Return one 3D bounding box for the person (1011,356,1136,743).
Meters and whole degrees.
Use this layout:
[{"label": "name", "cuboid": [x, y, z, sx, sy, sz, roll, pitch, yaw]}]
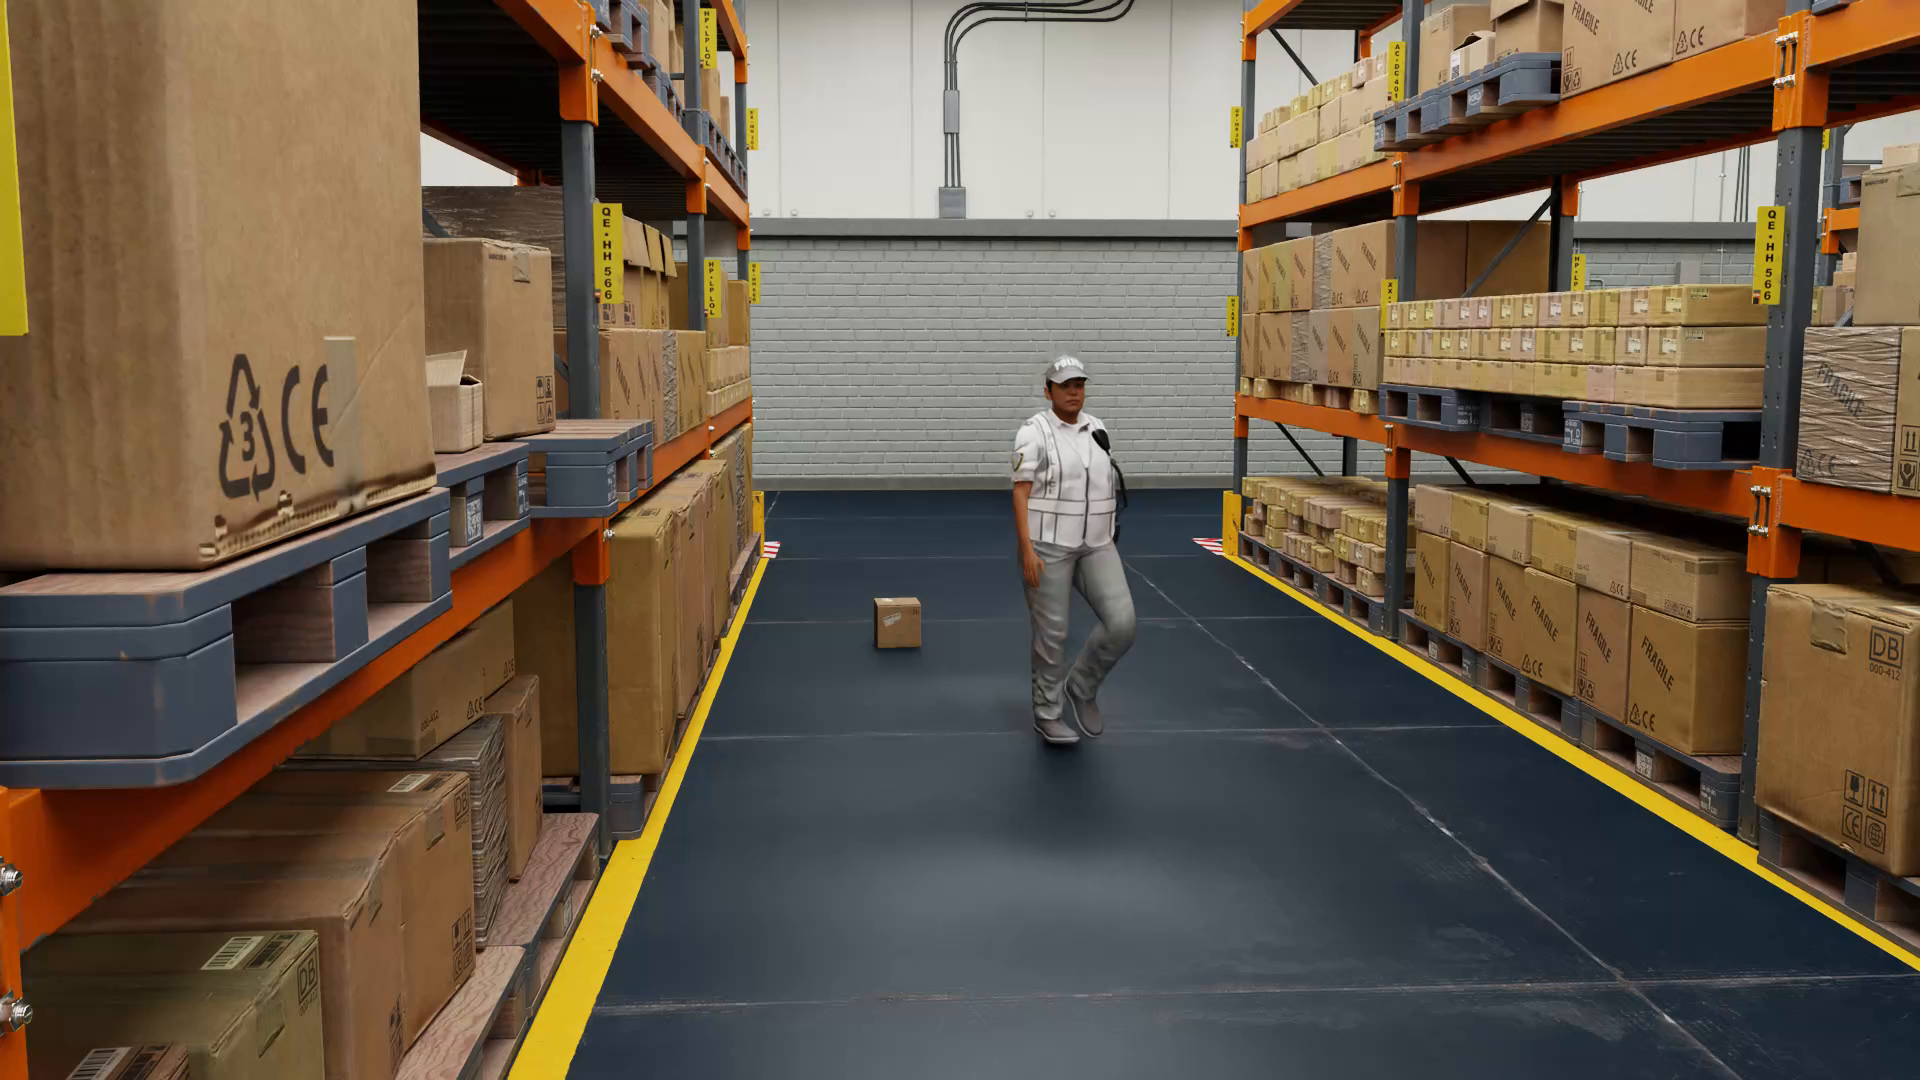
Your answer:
[{"label": "person", "cuboid": [0.484, 0.053, 7.144, 0.512, 1.676, 0.465, -3, 8, -23]}]
